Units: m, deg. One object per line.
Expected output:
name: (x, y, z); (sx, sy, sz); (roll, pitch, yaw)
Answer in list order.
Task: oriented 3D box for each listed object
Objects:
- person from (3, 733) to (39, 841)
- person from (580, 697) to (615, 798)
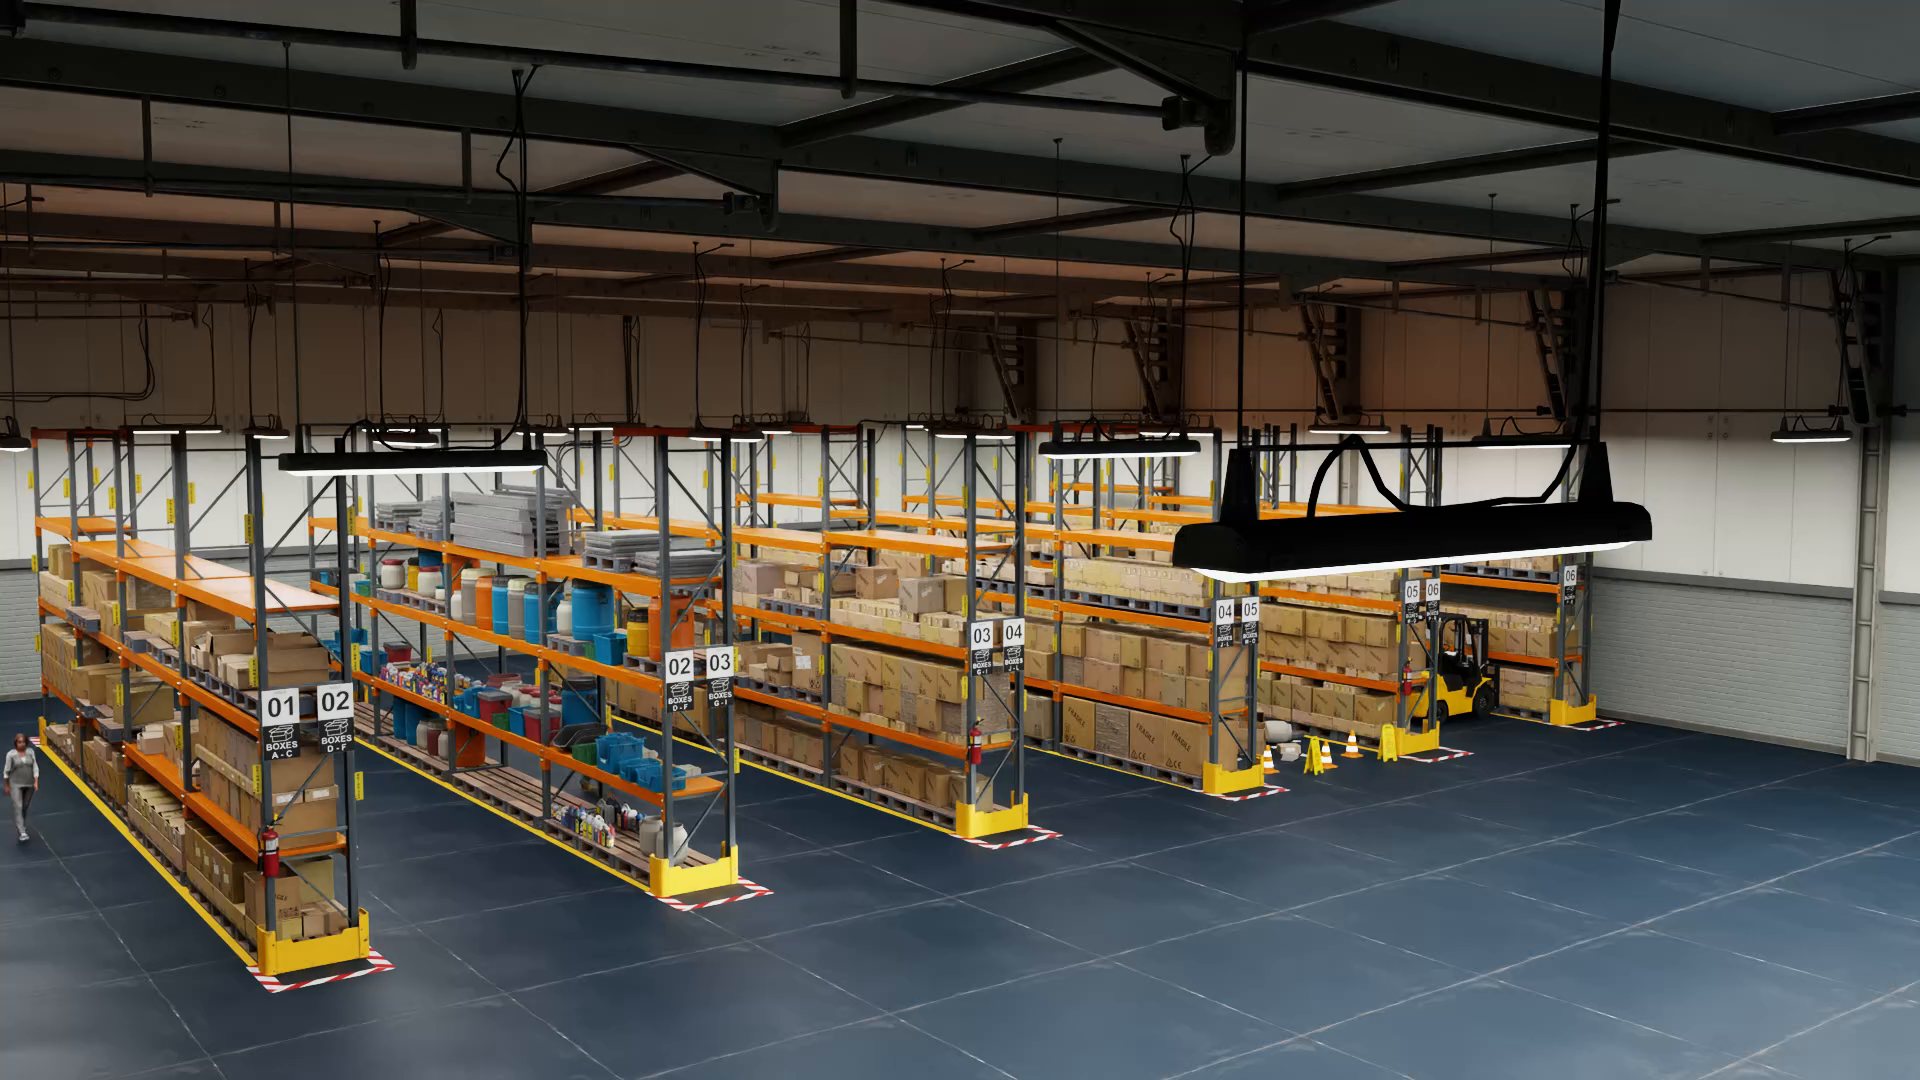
person: (-13.773, 3.615, 24.454); (0.967, 1.546, 0.434); (4, 6, 39)
person: (-5.917, 3.302, 27.284); (0.951, 1.720, 0.592); (2, 5, 28)
